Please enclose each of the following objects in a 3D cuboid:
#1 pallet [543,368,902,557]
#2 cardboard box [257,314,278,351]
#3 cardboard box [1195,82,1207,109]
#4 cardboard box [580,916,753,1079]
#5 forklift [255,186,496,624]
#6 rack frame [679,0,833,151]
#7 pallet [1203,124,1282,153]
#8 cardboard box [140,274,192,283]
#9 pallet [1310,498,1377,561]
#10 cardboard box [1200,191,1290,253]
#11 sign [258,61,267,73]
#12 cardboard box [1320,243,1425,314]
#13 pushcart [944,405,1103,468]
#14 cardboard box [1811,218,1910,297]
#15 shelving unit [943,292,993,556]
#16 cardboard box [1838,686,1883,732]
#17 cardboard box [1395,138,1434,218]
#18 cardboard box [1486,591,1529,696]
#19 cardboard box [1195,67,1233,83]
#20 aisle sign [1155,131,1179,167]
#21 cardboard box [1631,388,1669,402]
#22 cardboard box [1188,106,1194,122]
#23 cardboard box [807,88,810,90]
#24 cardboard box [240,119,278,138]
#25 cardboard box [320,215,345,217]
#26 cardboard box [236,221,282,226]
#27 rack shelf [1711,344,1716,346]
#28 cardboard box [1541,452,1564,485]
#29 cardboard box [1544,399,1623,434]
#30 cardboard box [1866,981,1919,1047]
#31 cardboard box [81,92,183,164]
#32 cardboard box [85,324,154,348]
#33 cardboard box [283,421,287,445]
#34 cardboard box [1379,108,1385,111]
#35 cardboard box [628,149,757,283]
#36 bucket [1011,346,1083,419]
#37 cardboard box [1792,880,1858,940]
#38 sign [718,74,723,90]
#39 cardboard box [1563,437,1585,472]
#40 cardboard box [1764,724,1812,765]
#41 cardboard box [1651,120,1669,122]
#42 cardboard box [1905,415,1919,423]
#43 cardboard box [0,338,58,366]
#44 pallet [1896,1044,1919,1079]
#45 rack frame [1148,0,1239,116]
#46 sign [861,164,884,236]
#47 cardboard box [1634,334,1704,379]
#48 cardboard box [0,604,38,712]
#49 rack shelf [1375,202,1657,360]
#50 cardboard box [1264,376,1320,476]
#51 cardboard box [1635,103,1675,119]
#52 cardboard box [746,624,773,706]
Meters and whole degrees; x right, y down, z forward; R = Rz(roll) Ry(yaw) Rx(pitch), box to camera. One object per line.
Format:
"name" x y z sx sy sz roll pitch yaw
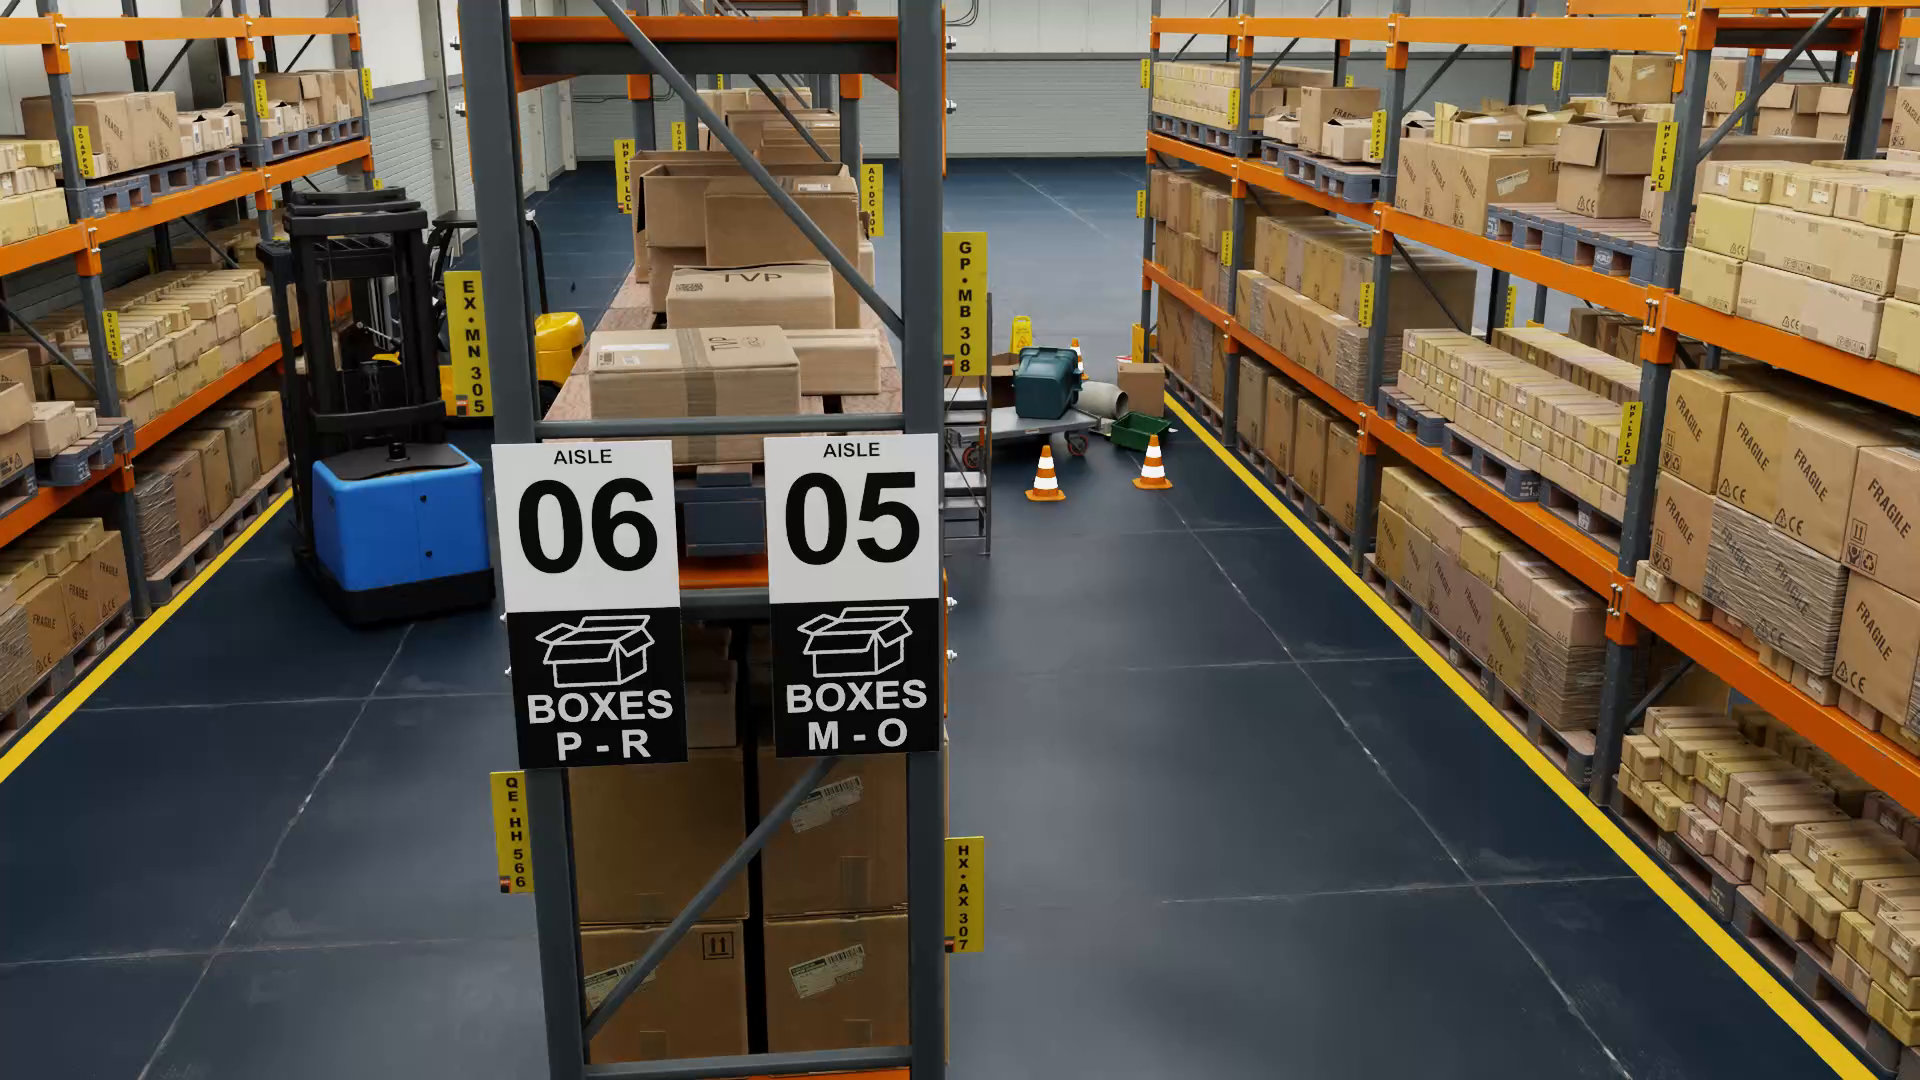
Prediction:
"pallet" -0.629 -0.241 4.578 1.003 0.211 1.213 -2 18 -6
"cardboard box" -6.404 -1.839 14.777 0.500 0.250 0.500 -1 17 -4
"cardboard box" 2.726 -4.578 17.130 0.500 0.250 0.500 -2 18 -6
"cardboard box" -0.855 1.185 4.728 0.500 0.500 0.500 -2 18 -5
"forklift" -4.570 -1.203 12.616 1.130 2.935 3.031 -10 20 -30
"rack frame" -1.367 -3.878 11.005 1.000 3.000 0.127 -2 18 -6
"pallet" 3.060 -4.023 16.624 1.003 0.211 1.213 -2 18 -6
"cardboard box" -6.918 -2.217 14.481 0.380 0.149 0.250 -2 18 -7
"pallet" 3.540 -0.105 13.660 1.003 0.211 1.213 -2 18 -6
"cardboard box" 2.957 -3.248 16.962 0.875 0.550 0.550 -2 18 -6
"sign" -7.682 -5.115 18.362 0.100 0.325 0.005 -2 18 -6
"cardboard box" 3.401 -2.161 13.715 0.700 0.500 0.500 -2 18 -6
"pushcart" 0.483 -1.041 16.364 1.648 0.377 0.936 -8 19 -25
"cardboard box" 3.855 -1.155 6.756 0.500 0.250 0.500 -1 17 -5
"shelving unit" 0.017 -0.952 13.205 0.431 2.100 0.503 -2 18 -6
"cardboard box" 3.920 0.677 6.932 0.380 0.149 0.250 -1 17 -4
"cardboard box" 3.340 -2.499 11.454 0.500 0.500 0.500 -2 18 -6
"cardboard box" 3.579 0.620 10.166 0.500 0.500 0.500 -2 18 -7
"cardboard box" 2.649 -4.805 17.187 0.380 0.149 0.250 -2 18 -6
"aisle sign" 2.415 -4.834 19.727 0.394 0.787 0.004 -2 18 -6
"cardboard box" 4.267 -0.813 9.983 0.380 0.149 0.250 -2 18 -6
"cardboard box" 2.620 -4.503 17.555 0.380 0.149 0.250 -2 18 -6
"cardboard box" -1.864 -4.999 18.672 0.380 0.149 0.250 -2 18 -5
"cardboard box" -6.461 -3.755 15.173 0.380 0.149 0.250 -1 17 -4
"cardboard box" -6.683 -3.343 17.571 0.380 0.149 0.250 -1 17 -4
"cardboard box" -7.176 -3.175 17.036 0.380 0.149 0.250 -2 18 -5
"rack shelf" 8.284 -1.574 14.884 1.077 0.370 4.000 -2 18 -6
"cardboard box" 3.644 -0.426 9.744 0.380 0.149 0.250 -3 18 -8
"cardboard box" 3.643 -0.720 9.687 0.380 0.149 0.250 -2 18 -6
"cardboard box" 3.914 1.892 6.700 0.380 0.149 0.250 -3 18 -8
"cardboard box" -6.241 -3.114 12.546 0.500 0.500 0.500 -1 17 -4
"cardboard box" -6.125 -1.477 12.125 0.380 0.149 0.250 -1 17 -4
"cardboard box" -6.437 -1.095 16.048 0.500 0.250 0.500 -2 18 -5
"cardboard box" 3.533 -3.511 14.127 0.500 0.311 0.500 -2 18 -8
"cardboard box" -1.103 -1.369 6.986 0.500 0.500 0.500 -1 17 -5
"bucket" 0.826 -1.523 16.447 0.726 0.611 0.620 4 28 13
"cardboard box" 3.847 1.588 7.174 0.380 0.149 0.250 -2 18 -5
"sign" -2.732 -5.230 18.862 0.100 0.325 0.005 -2 18 -6
"cardboard box" 3.670 -0.494 9.464 0.380 0.149 0.250 -1 17 -3
"cardboard box" 4.320 1.042 8.415 0.380 0.149 0.250 -2 17 -5
"cardboard box" 7.670 -4.308 17.634 0.500 0.250 0.500 -2 18 -6
"cardboard box" 4.374 -0.235 7.084 0.500 0.500 0.500 -1 17 -4
"cardboard box" -6.539 -1.309 11.588 0.380 0.149 0.250 -1 17 -4
"pallet" 4.315 2.250 6.159 1.003 0.211 1.213 -2 18 -6
"rack frame" 2.721 -6.444 19.180 1.000 3.000 0.127 -2 18 -6
"sign" -0.403 -1.557 7.625 0.100 0.325 0.005 -2 18 -6
"cardboard box" 7.867 -1.994 18.494 0.500 0.500 0.500 -3 18 -11
"cardboard box" -5.876 0.710 9.879 0.500 0.500 0.500 -2 18 -8
"rack shelf" 3.752 -1.690 10.247 1.077 0.370 4.000 -2 18 -6
"cardboard box" 3.383 -1.047 15.060 1.050 0.750 0.750 -2 18 -6
"cardboard box" 7.636 -4.704 18.230 0.380 0.149 0.250 -2 18 -6
"cardboard box" -0.401 0.344 4.655 0.380 0.149 0.250 -1 17 -4
